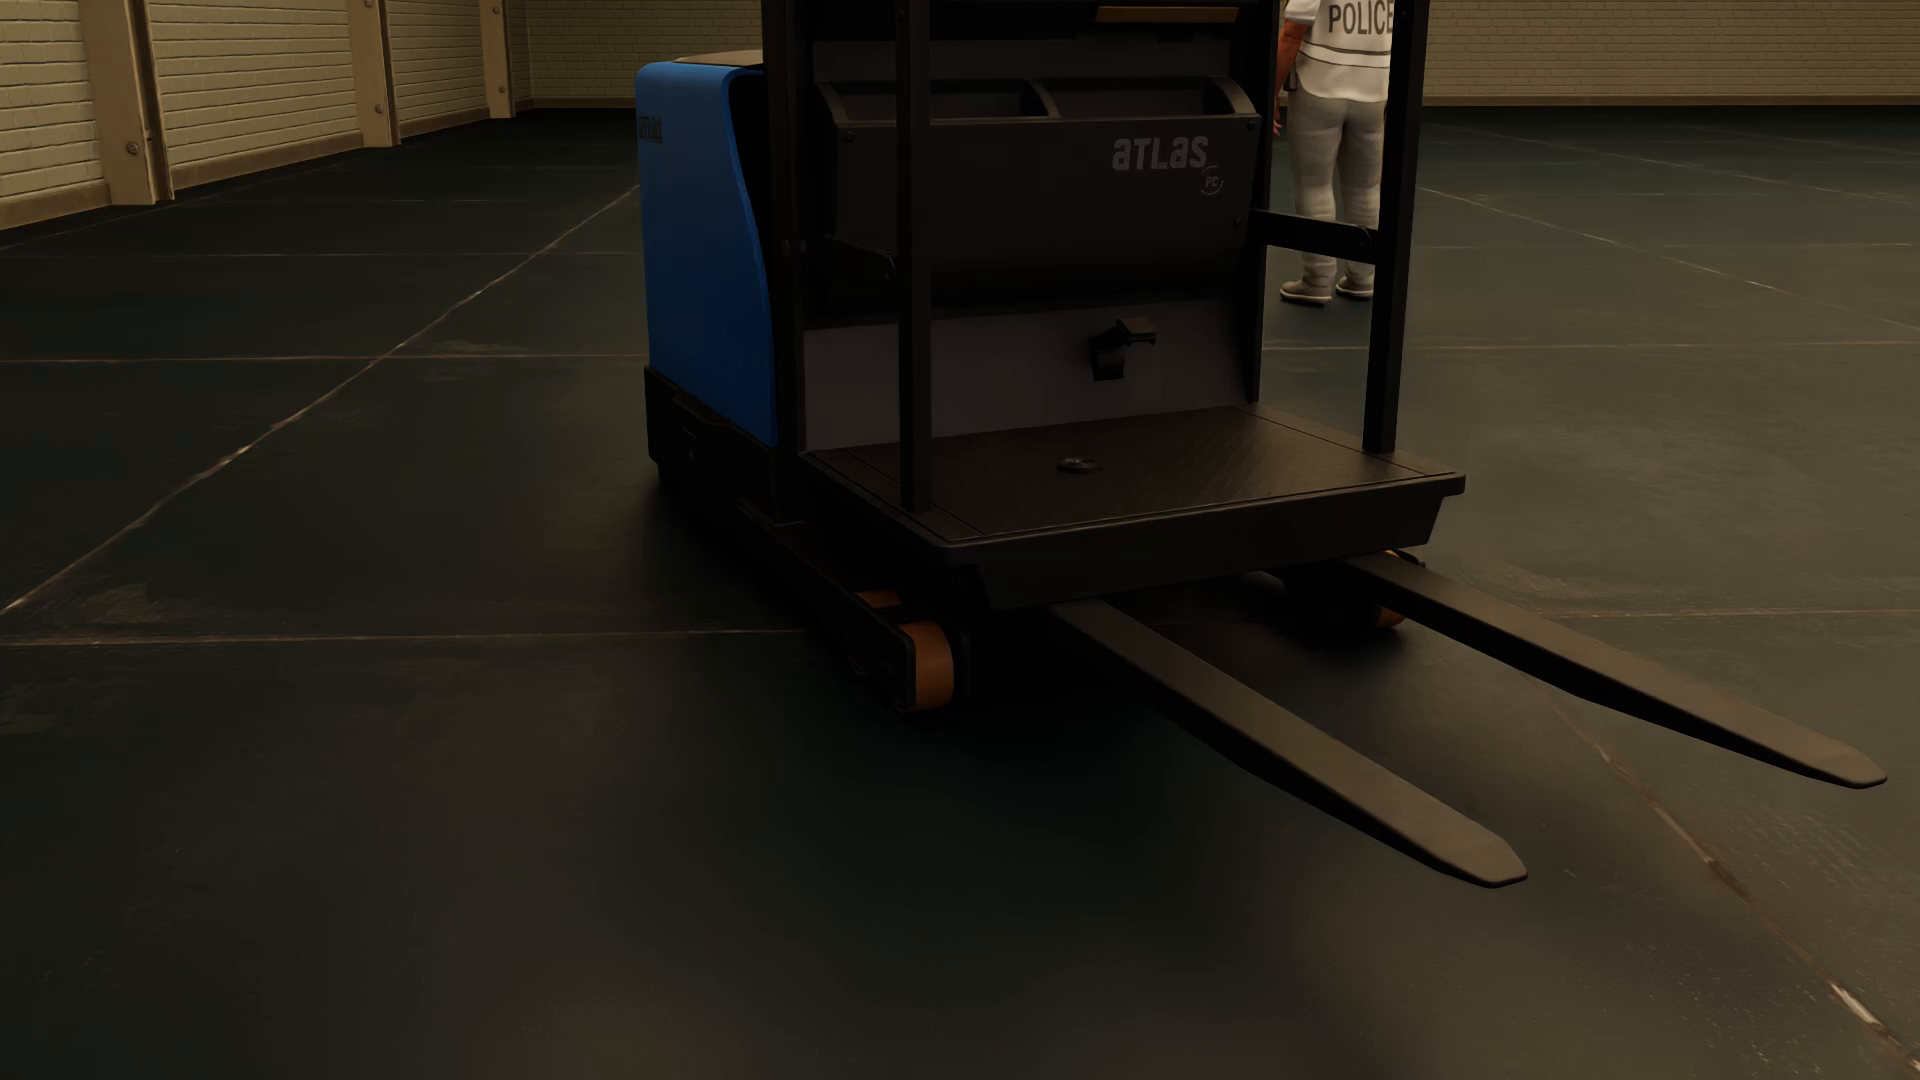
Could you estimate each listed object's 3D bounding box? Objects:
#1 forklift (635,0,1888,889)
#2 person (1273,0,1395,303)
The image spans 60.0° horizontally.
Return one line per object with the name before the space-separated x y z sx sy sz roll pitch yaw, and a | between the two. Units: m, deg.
forklift | 0.258 -1.240 2.962 1.130 2.935 3.031 -8 19 -24
person | 1.583 -1.912 7.097 0.640 1.780 0.575 -4 17 -12
